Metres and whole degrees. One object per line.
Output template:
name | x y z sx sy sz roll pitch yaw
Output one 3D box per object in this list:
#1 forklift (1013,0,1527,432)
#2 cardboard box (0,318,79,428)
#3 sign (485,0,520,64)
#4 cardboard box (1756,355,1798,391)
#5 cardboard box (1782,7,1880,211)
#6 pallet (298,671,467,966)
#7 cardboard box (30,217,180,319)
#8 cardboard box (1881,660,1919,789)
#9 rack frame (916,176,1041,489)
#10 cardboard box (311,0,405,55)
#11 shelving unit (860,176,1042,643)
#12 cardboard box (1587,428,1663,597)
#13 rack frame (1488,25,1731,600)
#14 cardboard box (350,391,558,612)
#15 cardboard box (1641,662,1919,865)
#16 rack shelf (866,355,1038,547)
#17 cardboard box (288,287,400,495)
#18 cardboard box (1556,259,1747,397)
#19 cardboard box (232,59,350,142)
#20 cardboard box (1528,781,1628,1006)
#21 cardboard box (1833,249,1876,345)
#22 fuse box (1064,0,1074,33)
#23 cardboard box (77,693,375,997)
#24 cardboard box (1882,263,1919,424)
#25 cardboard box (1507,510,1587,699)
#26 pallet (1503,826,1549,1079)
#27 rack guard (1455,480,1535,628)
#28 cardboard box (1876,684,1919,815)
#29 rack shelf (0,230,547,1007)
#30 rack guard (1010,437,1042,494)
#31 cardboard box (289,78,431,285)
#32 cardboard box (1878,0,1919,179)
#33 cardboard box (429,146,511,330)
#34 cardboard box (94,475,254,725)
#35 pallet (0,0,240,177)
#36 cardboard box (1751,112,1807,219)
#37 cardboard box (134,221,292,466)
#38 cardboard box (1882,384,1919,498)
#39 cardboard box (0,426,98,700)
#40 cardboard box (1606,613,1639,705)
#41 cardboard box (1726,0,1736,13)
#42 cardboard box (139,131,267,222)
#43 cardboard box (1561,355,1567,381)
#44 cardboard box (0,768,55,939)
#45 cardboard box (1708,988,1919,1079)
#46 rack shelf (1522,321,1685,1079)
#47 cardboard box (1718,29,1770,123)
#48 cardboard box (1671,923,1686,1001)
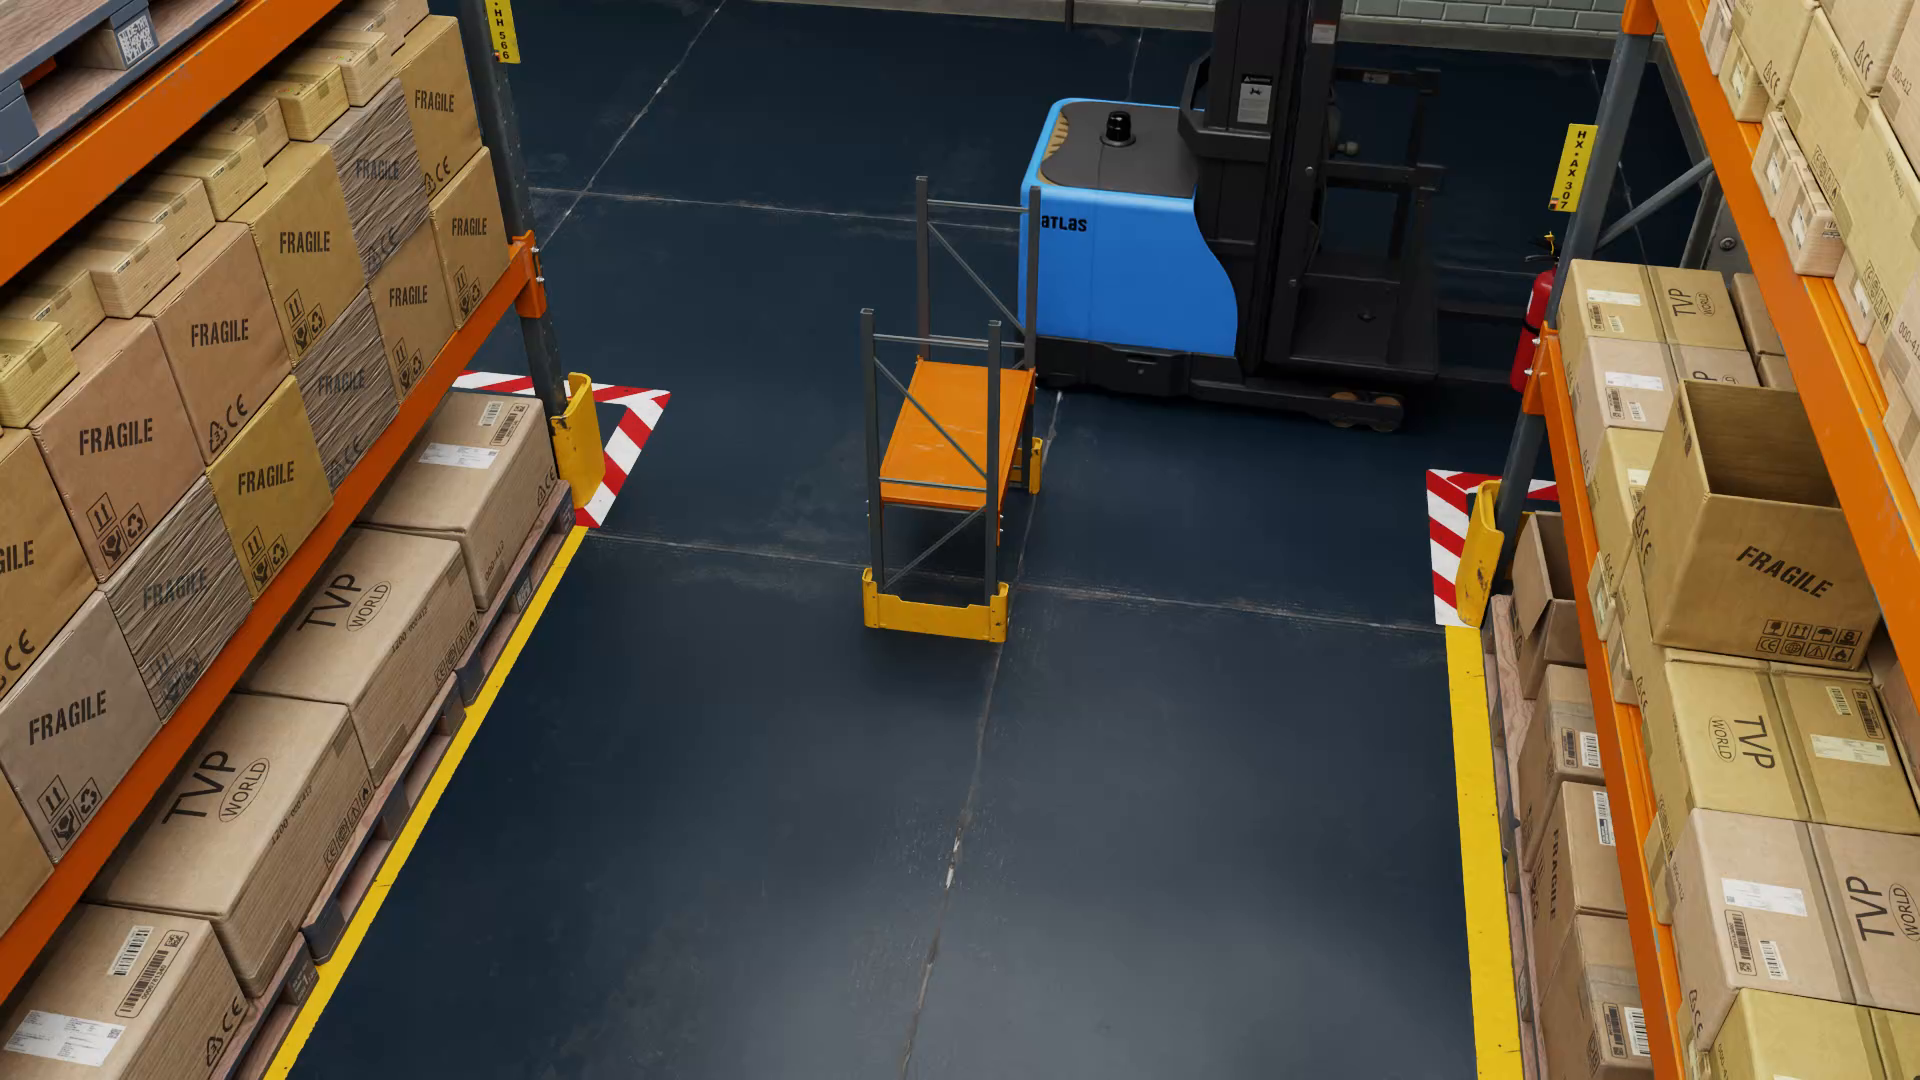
forklift | 1.833 -2.011 7.382 3.031 2.935 1.130 8 40 9
cardboard box | -2.396 -0.415 4.026 0.380 0.149 0.250 5 40 6
sign | -1.691 -1.911 6.112 0.100 0.325 0.005 6 40 8
cardboard box | 2.758 -0.312 5.158 0.500 0.250 0.500 7 40 8
cardboard box | 2.085 -0.893 3.506 0.500 0.250 0.500 6 40 7
pallet | -2.498 0.907 5.987 1.003 0.211 1.213 6 40 8
cardboard box | -2.323 -0.728 4.405 0.380 0.149 0.250 7 40 8
cardboard box | 2.494 0.363 3.753 0.500 0.500 0.500 5 40 6
rack frame | 0.073 -0.844 7.093 0.500 1.500 0.032 6 40 8
cardboard box | -2.108 -1.706 5.587 0.380 0.149 0.250 7 40 8
shelving unit | -0.013 -0.530 6.714 0.587 1.500 1.083 6 40 8
cardboard box | 2.151 -0.063 4.857 0.500 0.250 0.500 6 40 7
rack frame | 2.666 -0.897 5.980 1.000 3.000 0.127 6 40 8
cardboard box | -2.239 -0.191 6.808 0.875 0.438 0.875 5 40 6
cardboard box | 1.994 0.583 4.075 0.500 0.250 0.500 6 40 7
rack shelf | -0.015 -0.386 6.822 0.538 0.185 1.000 6 40 8
cardboard box | -2.227 -0.511 5.435 0.500 0.500 0.500 7 40 9
cardboard box | 2.323 -0.698 5.625 0.500 0.250 0.500 7 40 8
cardboard box | -2.154 -1.381 5.194 0.380 0.149 0.250 7 40 9
cardboard box | 2.091 1.131 5.160 0.500 0.500 0.500 7 40 8
cardboard box | 2.006 -0.502 3.346 0.380 0.149 0.250 7 40 8
fuse box | 0.773 -4.163 10.942 0.539 1.711 0.414 6 40 8
cardboard box | -2.547 0.950 5.428 0.875 0.438 0.875 5 40 6
cardboard box | 1.891 -0.257 2.737 0.500 0.250 0.500 5 40 6
cardboard box | 2.467 0.277 6.190 0.797 0.503 0.637 5 40 6
pallet | 2.303 1.490 5.283 1.003 0.211 1.213 6 40 8
rack guard | 2.653 0.114 6.719 1.175 0.500 0.348 6 40 8
cardboard box | 2.497 0.637 4.010 0.500 0.250 0.500 7 40 9
rack shelf | -2.569 0.091 5.351 1.077 0.370 4.000 6 40 8
rack guard | 0.073 -0.361 7.491 0.587 0.250 0.087 6 40 8
cardboard box | -2.133 -1.205 5.491 0.500 0.500 0.500 7 40 8
cardboard box | 2.000 -0.772 2.967 0.500 0.250 0.500 7 40 8
cardboard box | -2.046 -1.148 6.206 0.500 0.500 0.500 7 40 8
cardboard box | -2.393 0.138 4.651 0.500 0.500 0.500 7 40 8
pallet | -2.550 -1.329 4.219 1.003 0.211 1.213 6 40 8
cardboard box | 2.021 -0.830 3.743 0.380 0.149 0.250 6 40 8
cardboard box | -2.311 -0.580 4.734 0.500 0.500 0.500 6 40 7
cardboard box | 1.893 -0.178 2.955 0.380 0.149 0.250 6 40 8
cardboard box | -2.501 0.056 3.964 0.500 0.500 0.500 6 40 7
cardboard box | 2.042 0.347 4.674 0.380 0.149 0.250 7 40 9
cardboard box | 2.253 -1.540 4.289 0.500 0.250 0.500 7 40 9
cardboard box | -2.255 -1.061 4.807 0.380 0.149 0.250 7 40 9
cardboard box | 2.339 -0.624 5.847 0.380 0.149 0.250 6 40 7
cardboard box | -2.576 0.765 3.893 0.500 0.500 0.500 8 40 9
cardboard box | 1.822 1.210 3.316 0.500 0.250 0.500 7 40 9
rack shelf | 2.320 0.636 4.691 1.077 0.370 4.000 6 40 8
cardboard box | 2.119 -1.145 4.124 0.380 0.149 0.250 6 40 8
cardboard box | 1.898 0.989 3.896 0.380 0.149 0.250 7 40 9
